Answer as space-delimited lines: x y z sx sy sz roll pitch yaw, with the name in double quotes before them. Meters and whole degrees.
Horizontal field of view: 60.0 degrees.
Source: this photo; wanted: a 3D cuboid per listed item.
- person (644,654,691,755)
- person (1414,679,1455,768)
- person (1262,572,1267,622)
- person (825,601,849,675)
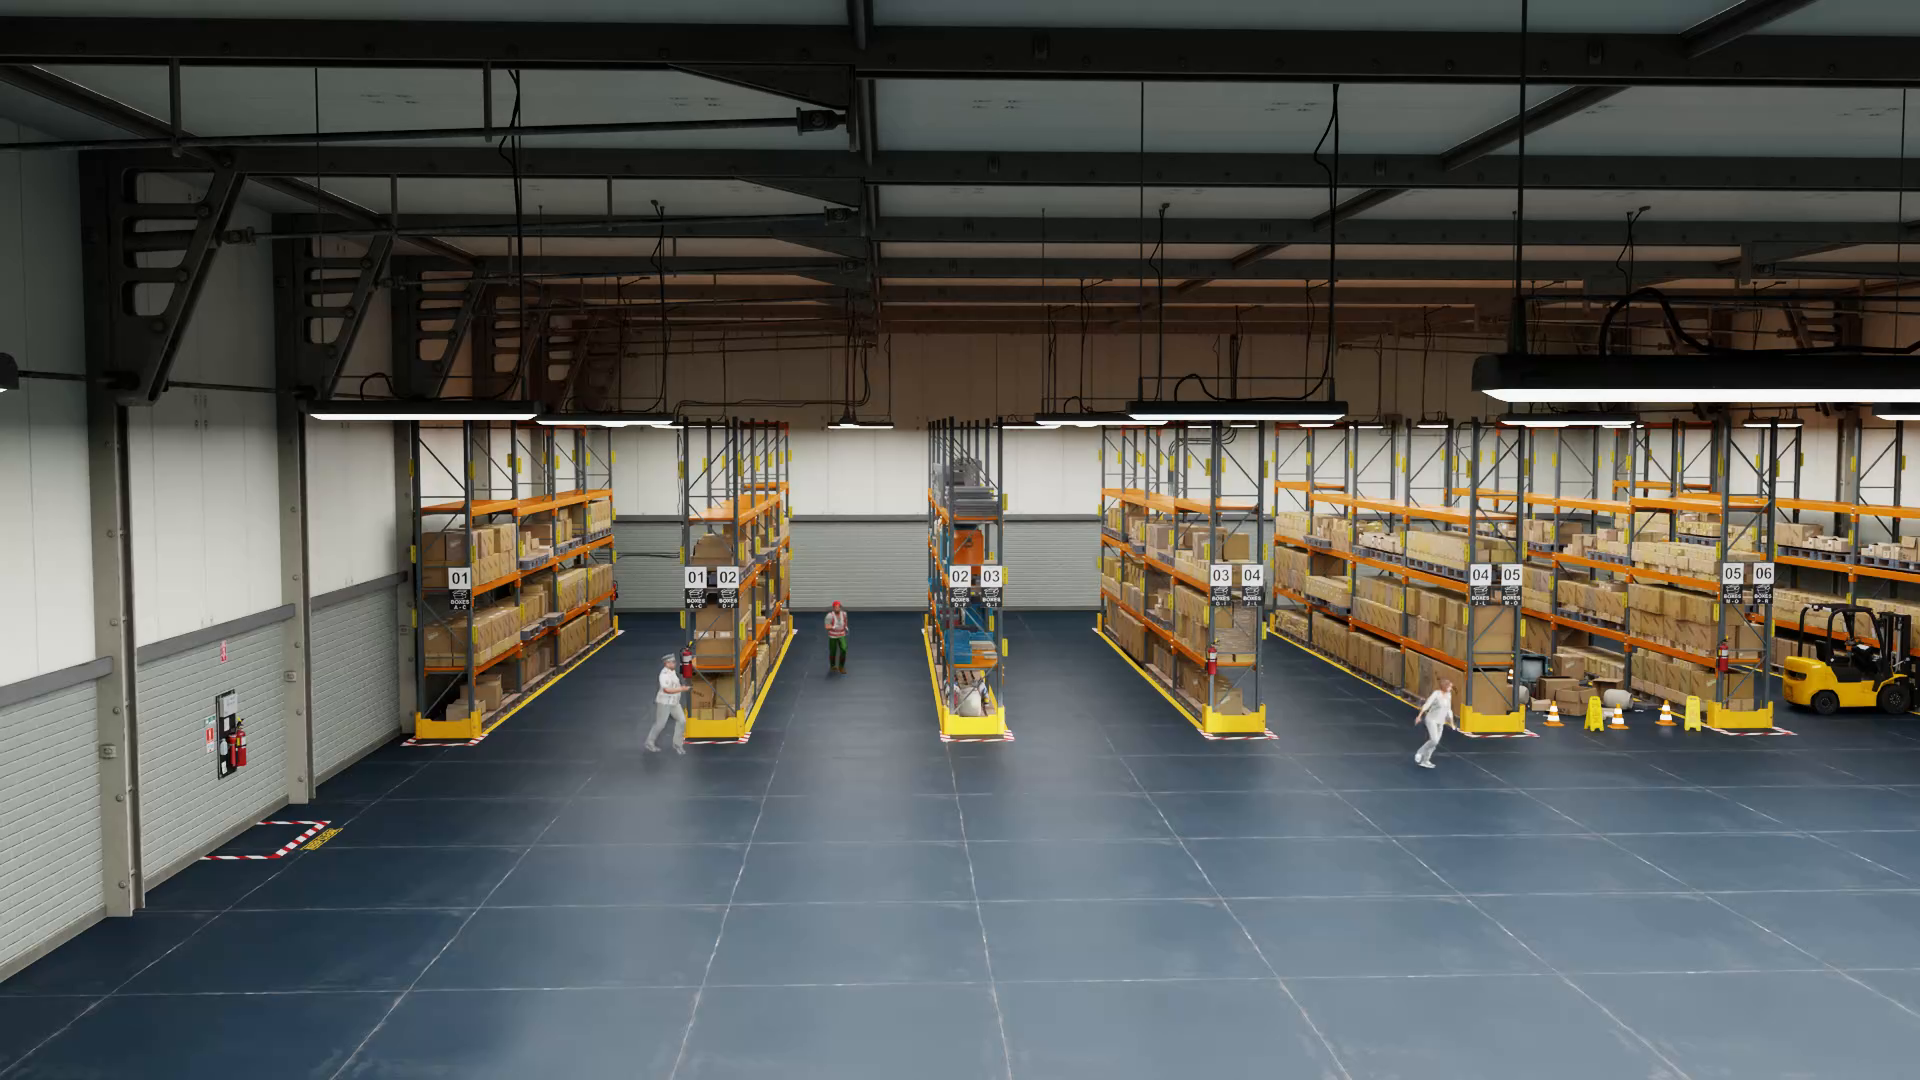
"person" -5.174 2.924 29.432 0.875 1.845 0.610 1 4 18
"person" 8.070 3.111 28.273 0.569 1.547 0.548 -2 4 -32
"person" 8.781 1.693 48.822 0.720 1.650 0.749 -2 4 -23
"person" -2.893 2.278 39.163 0.620 1.733 0.987 -1 4 -13
